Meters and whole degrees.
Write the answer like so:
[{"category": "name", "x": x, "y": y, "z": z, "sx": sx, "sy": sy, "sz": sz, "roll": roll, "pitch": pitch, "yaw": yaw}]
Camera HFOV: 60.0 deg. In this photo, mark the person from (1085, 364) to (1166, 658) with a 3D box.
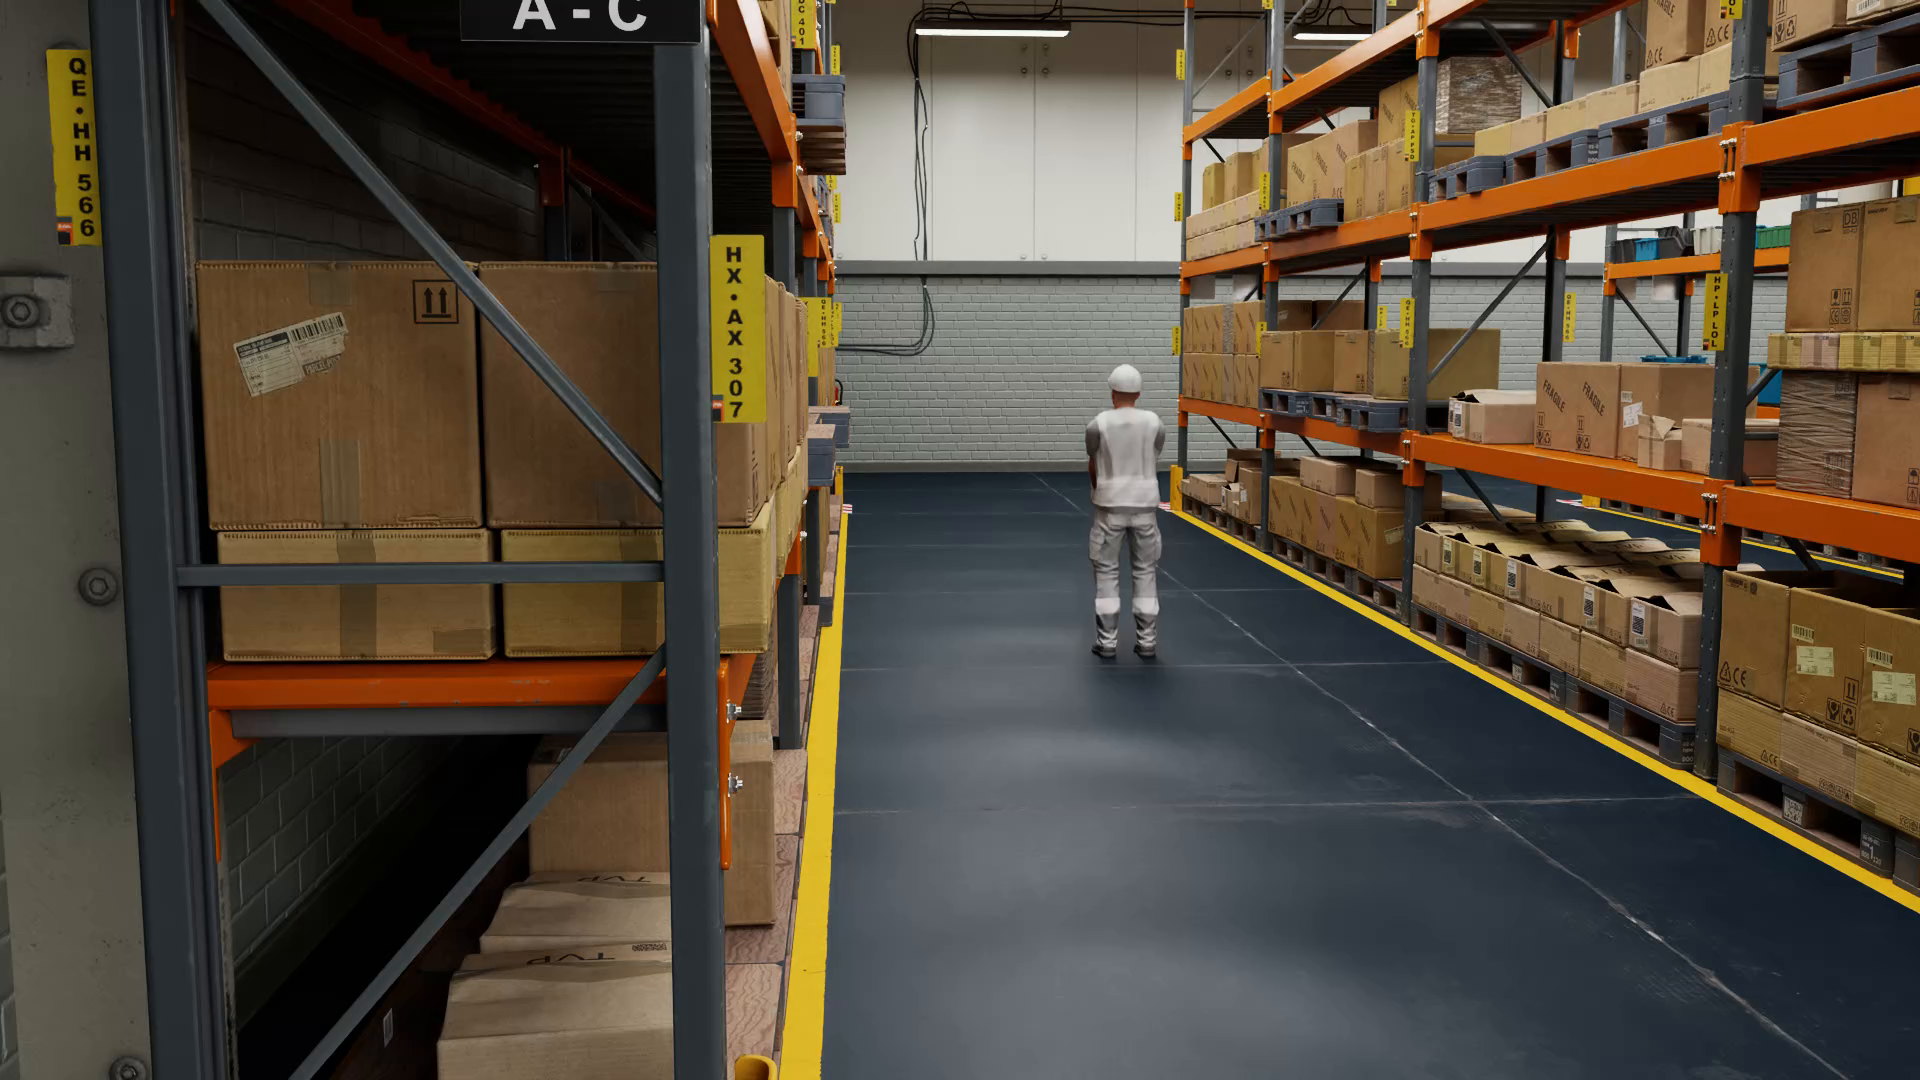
[{"category": "person", "x": 0.996, "y": -0.191, "z": 10.259, "sx": 0.494, "sy": 1.784, "sz": 0.564, "roll": 0, "pitch": 7, "yaw": -3}]
